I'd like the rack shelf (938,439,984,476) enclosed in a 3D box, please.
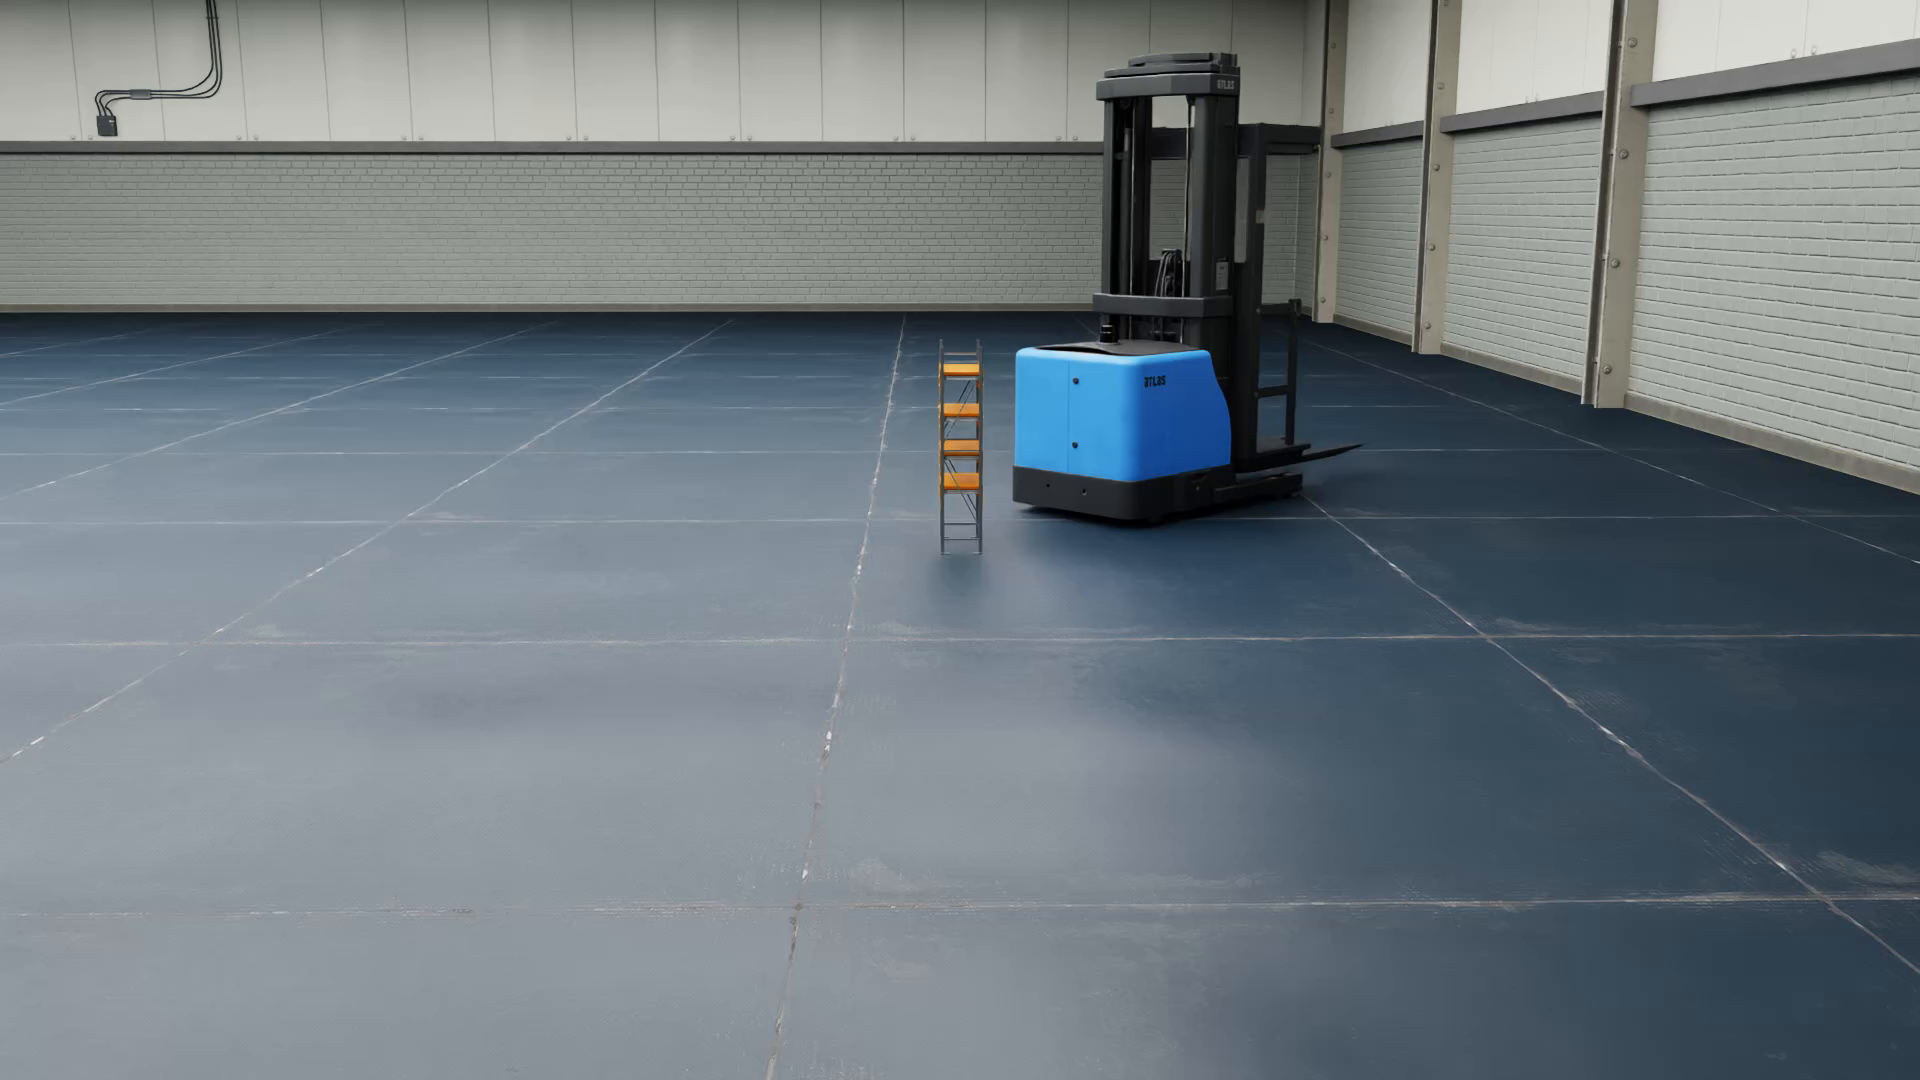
[{"bbox_3d":[0.003,-0.489,9.791,0.258,0.148,0.480,0,11,-1],"label":"rack shelf"}]

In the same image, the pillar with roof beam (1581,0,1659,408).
[{"bbox_3d":[2.165,-5.743,15.733,9.100,9.000,0.400,0,11,-1],"label":"pillar with roof beam"}]

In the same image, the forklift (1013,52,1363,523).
[{"bbox_3d":[1.736,-1.770,11.412,1.130,2.935,3.031,11,16,43],"label":"forklift"}]

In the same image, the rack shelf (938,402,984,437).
[{"bbox_3d":[0.003,-0.708,9.747,0.258,0.148,0.480,0,11,-1],"label":"rack shelf"}]

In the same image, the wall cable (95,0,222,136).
[{"bbox_3d":[-14.519,-10.310,29.692,2.305,6.003,0.169,0,11,-1],"label":"wall cable"}]

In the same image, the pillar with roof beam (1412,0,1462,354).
[{"bbox_3d":[2.041,-6.935,21.612,9.100,9.000,0.400,0,11,-1],"label":"pillar with roof beam"}]

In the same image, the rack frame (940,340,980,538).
[{"bbox_3d":[-0.002,-0.604,10.017,0.240,1.200,0.015,0,11,-1],"label":"rack frame"}]

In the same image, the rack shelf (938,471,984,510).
[{"bbox_3d":[0.003,-0.295,9.830,0.258,0.148,0.480,0,11,-1],"label":"rack shelf"}]

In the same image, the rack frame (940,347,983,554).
[{"bbox_3d":[0.008,-0.507,9.539,0.240,1.200,0.015,0,11,-1],"label":"rack frame"}]

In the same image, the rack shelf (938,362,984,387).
[{"bbox_3d":[0.003,-0.940,9.699,0.258,0.148,0.480,0,11,-1],"label":"rack shelf"}]

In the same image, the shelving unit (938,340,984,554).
[{"bbox_3d":[0.003,-0.555,9.778,0.258,1.200,0.503,0,11,-1],"label":"shelving unit"}]

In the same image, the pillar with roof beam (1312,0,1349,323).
[{"bbox_3d":[1.917,-8.128,27.491,9.100,9.000,0.400,0,11,-1],"label":"pillar with roof beam"}]
